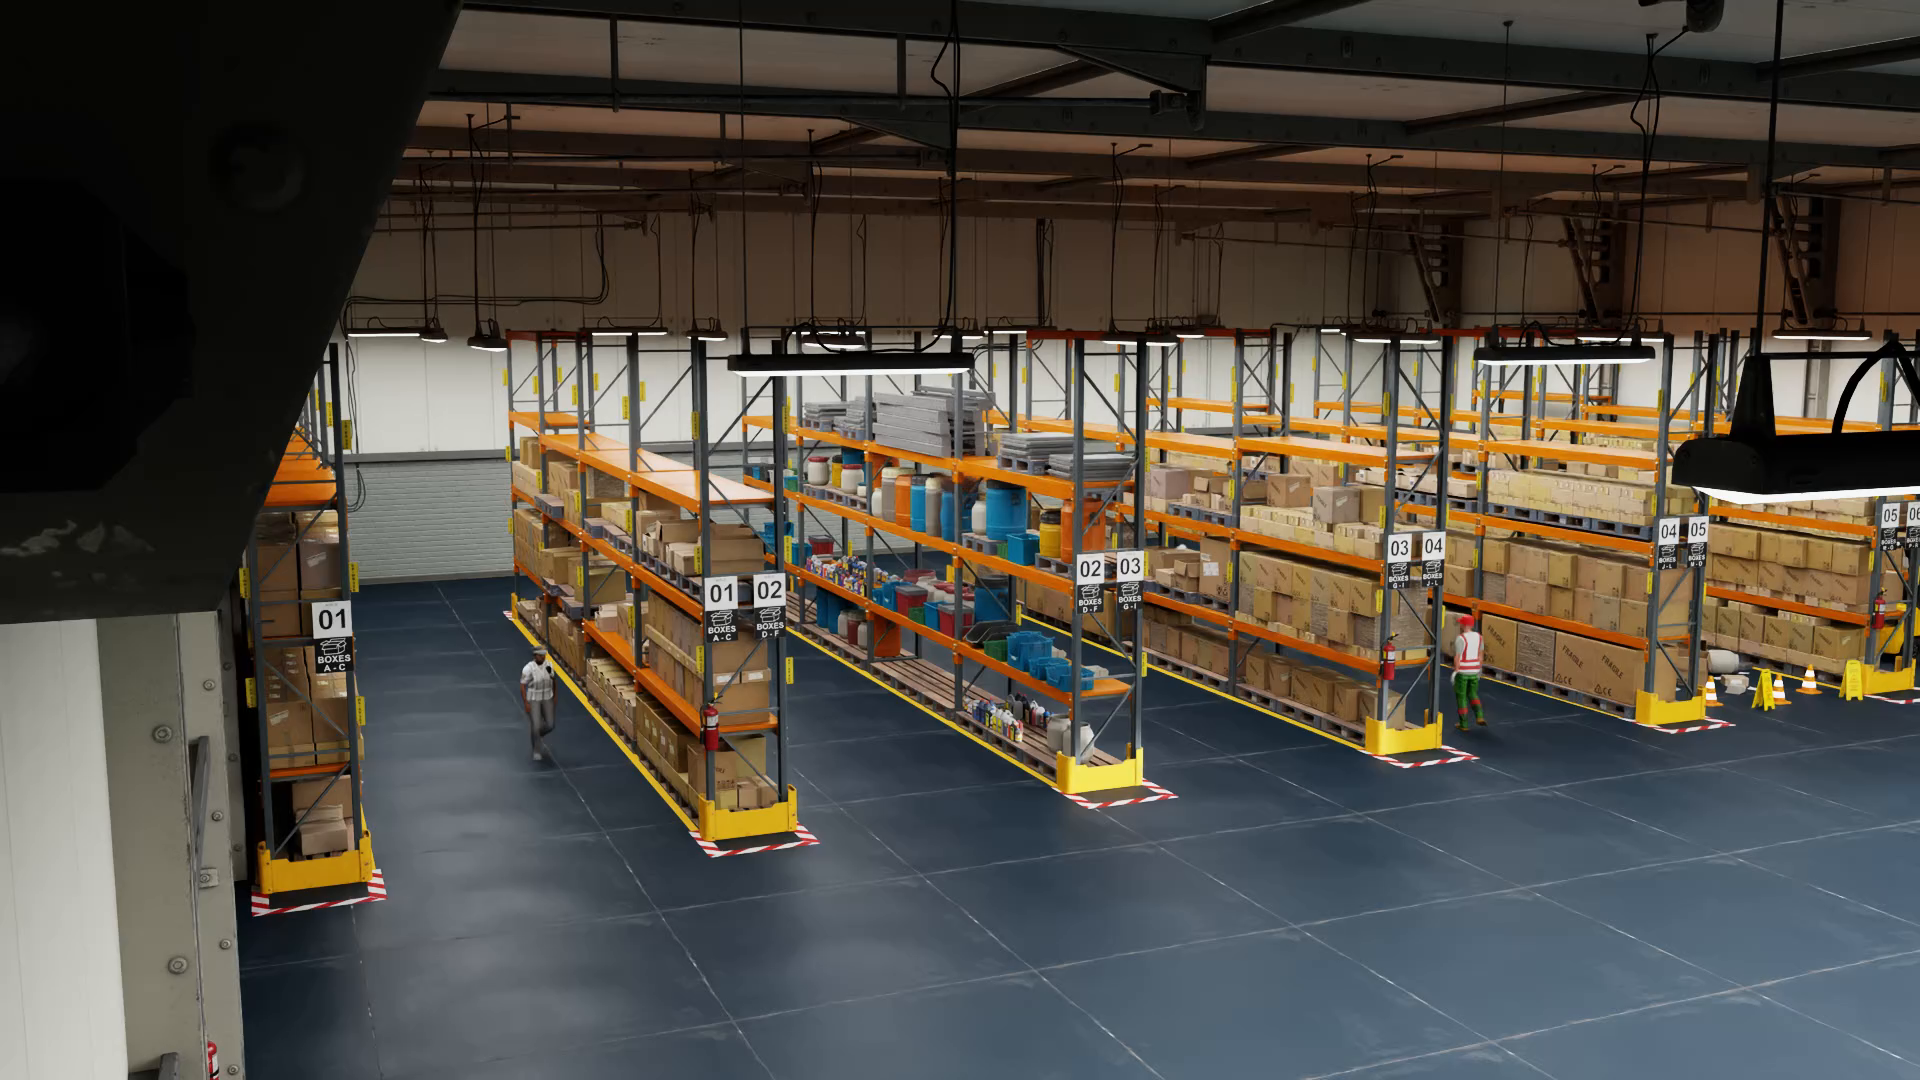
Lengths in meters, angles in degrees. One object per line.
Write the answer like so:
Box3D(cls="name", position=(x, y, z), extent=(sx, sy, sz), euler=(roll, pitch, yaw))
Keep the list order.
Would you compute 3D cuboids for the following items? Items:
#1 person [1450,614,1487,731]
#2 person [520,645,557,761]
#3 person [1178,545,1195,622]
Box3D(cls="person", position=(7.728, 2.019, 25.289), extent=(0.577, 1.793, 0.479), euler=(-2, 8, -16))
Box3D(cls="person", position=(-6.049, 2.291, 23.837), extent=(0.544, 1.659, 0.520), euler=(-6, 10, -36))
Box3D(cls="person", position=(4.431, 0.952, 33.138), extent=(0.651, 1.722, 1.069), euler=(-3, 8, -20))
